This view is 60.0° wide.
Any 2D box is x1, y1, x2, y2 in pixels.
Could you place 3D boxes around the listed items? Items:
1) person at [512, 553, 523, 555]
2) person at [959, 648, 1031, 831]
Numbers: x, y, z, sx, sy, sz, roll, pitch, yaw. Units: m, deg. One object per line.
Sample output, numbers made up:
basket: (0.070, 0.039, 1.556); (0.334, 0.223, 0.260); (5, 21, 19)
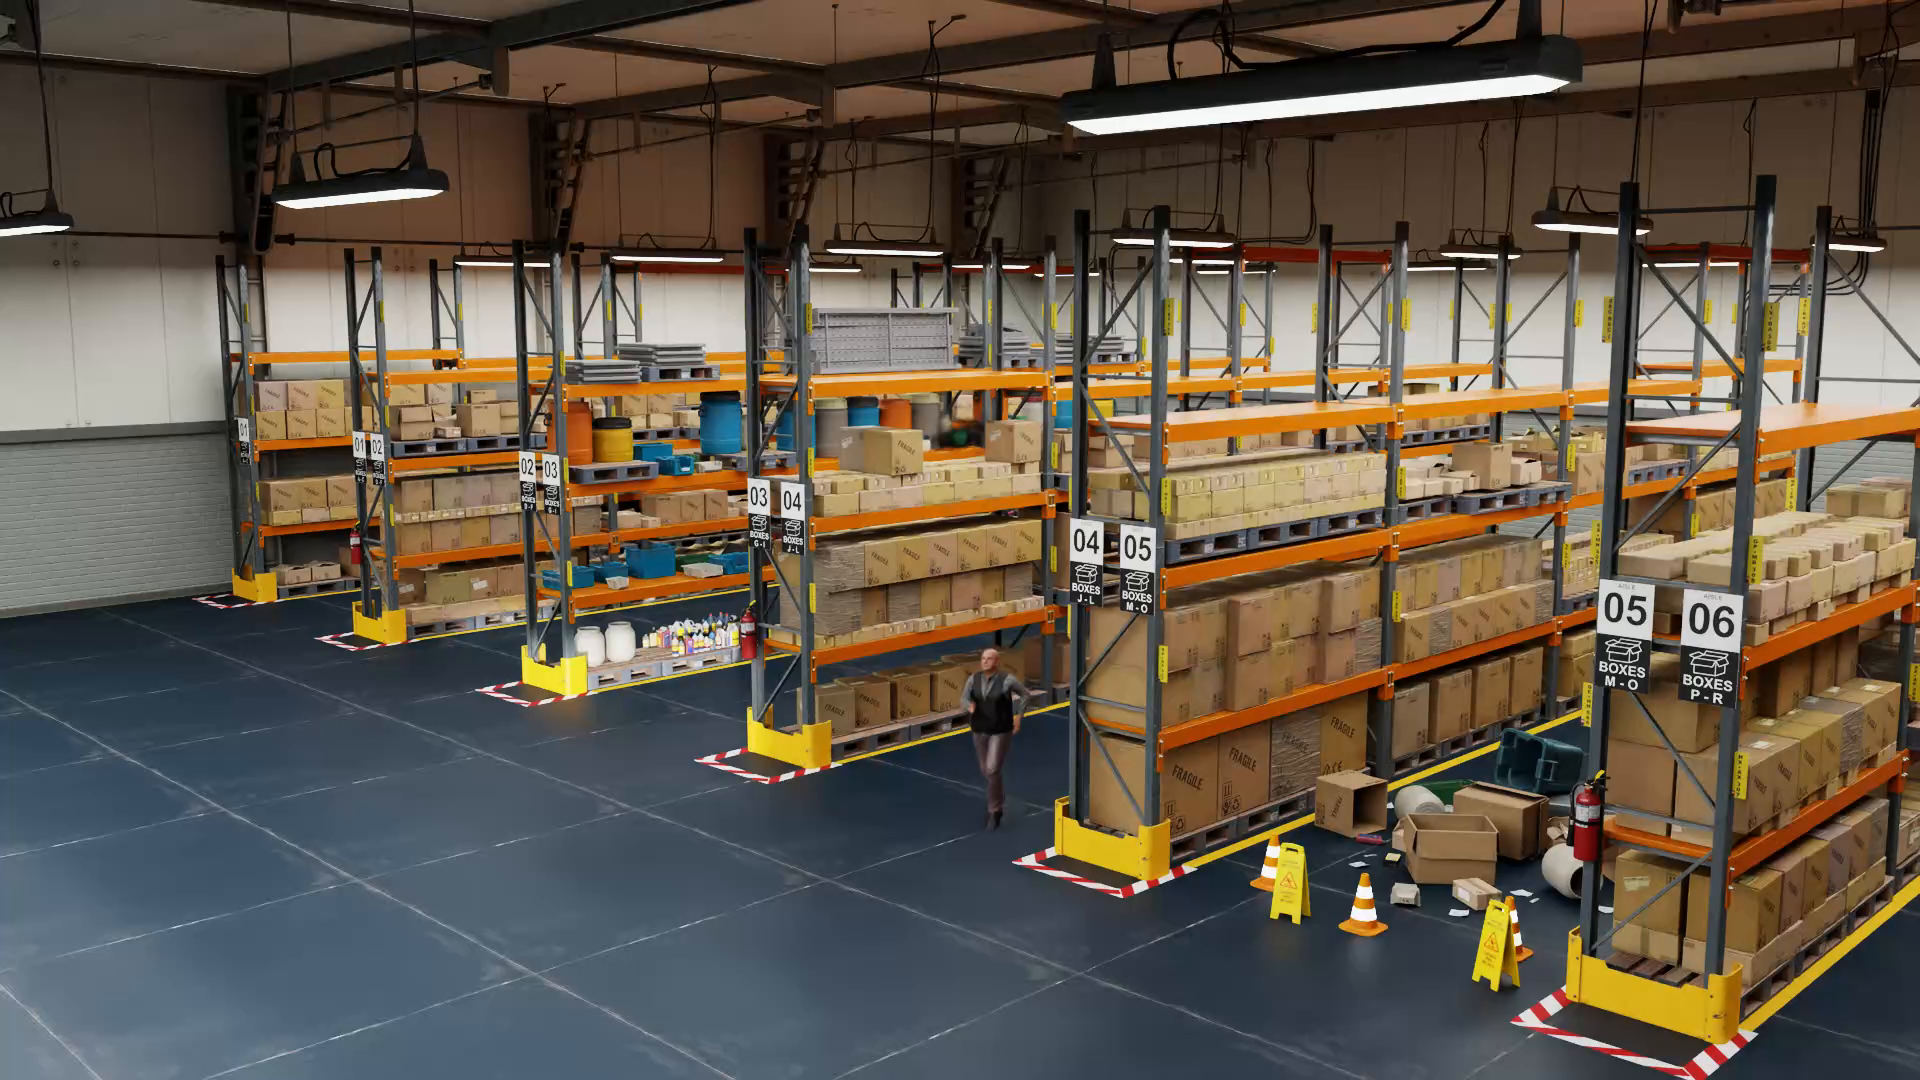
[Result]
person: (-7.896, 0.156, 30.026); (0.536, 1.568, 0.498); (7, 11, 40)
person: (0.312, 1.970, 16.655); (0.662, 1.796, 0.714); (4, 9, 28)
